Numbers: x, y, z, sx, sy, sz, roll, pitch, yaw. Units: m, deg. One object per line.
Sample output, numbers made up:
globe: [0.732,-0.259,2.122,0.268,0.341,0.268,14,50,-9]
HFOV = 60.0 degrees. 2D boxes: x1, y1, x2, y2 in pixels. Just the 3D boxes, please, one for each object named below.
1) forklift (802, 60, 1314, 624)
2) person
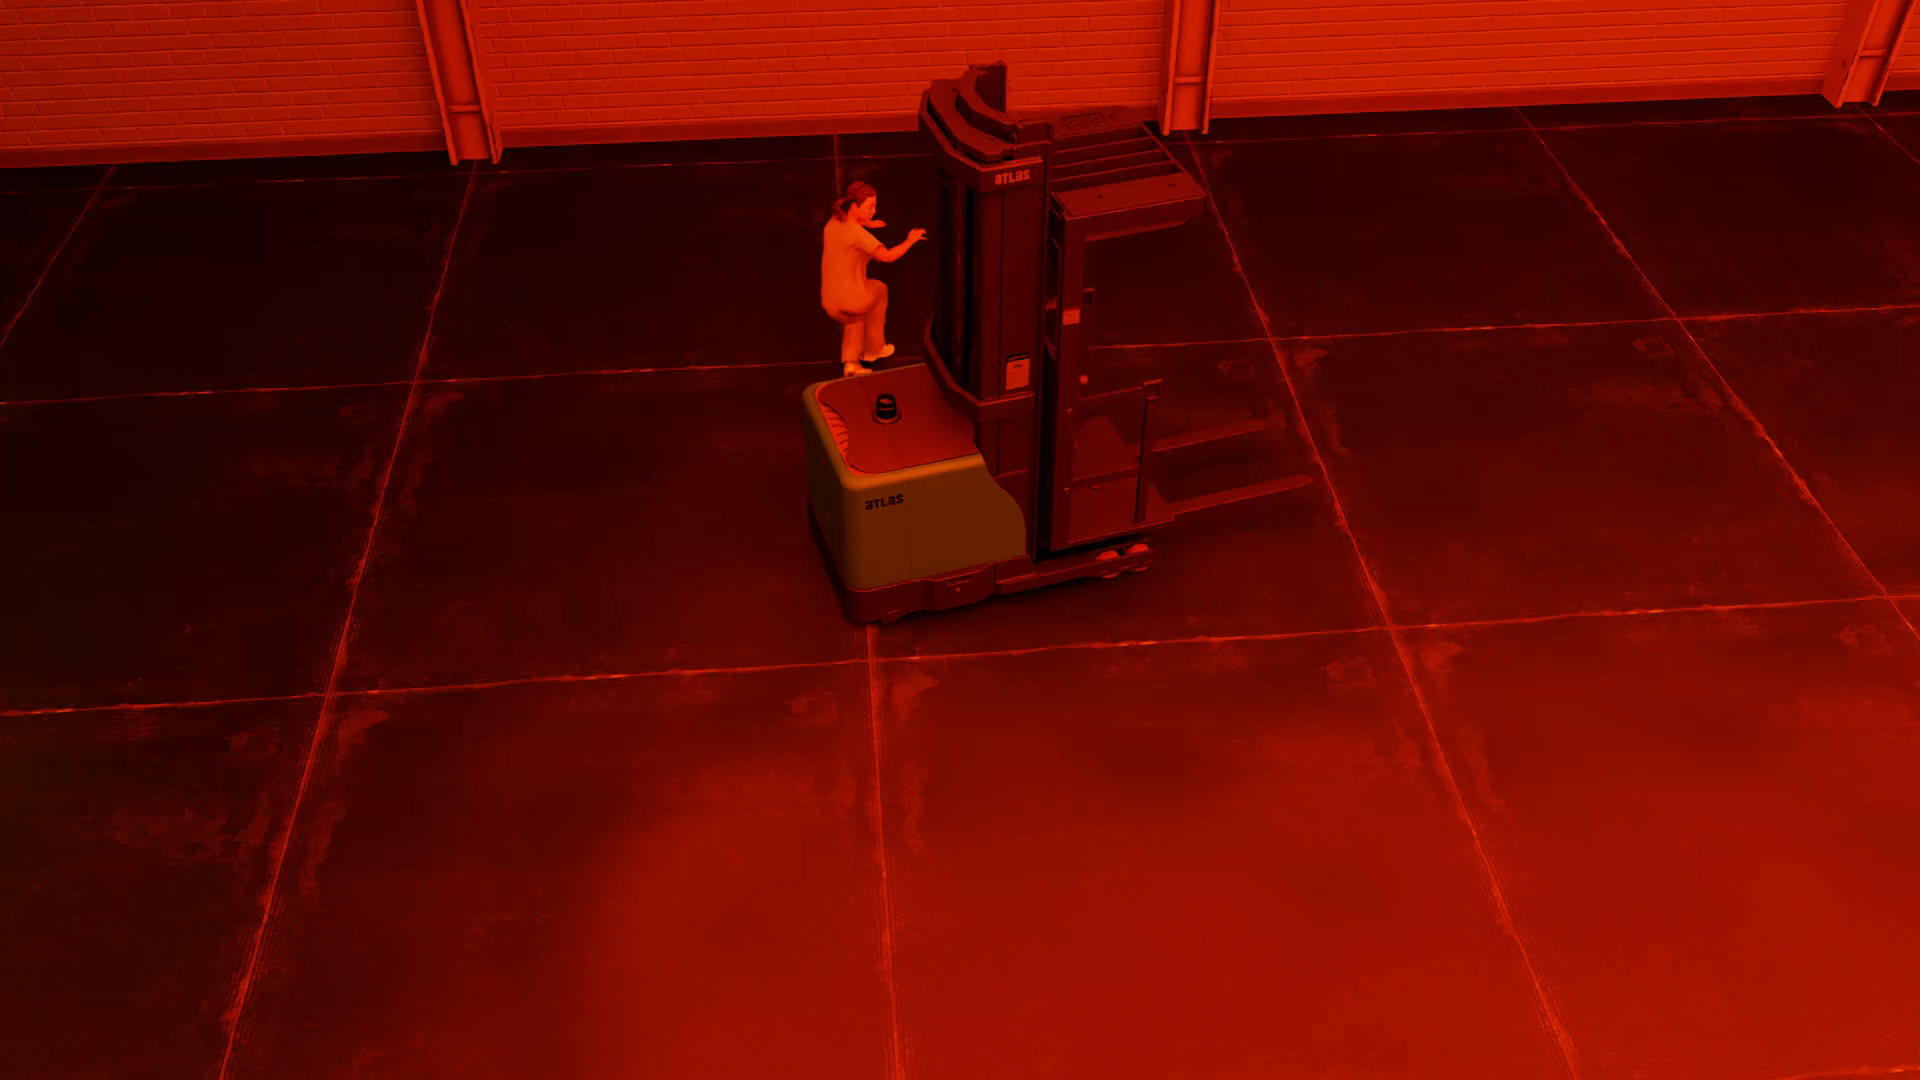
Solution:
forklift: [0.648,-1.201,9.342,3.031,2.935,1.130,-12,42,-14]
person: [-0.554,-1.781,11.204,0.698,1.383,1.016,16,43,18]
